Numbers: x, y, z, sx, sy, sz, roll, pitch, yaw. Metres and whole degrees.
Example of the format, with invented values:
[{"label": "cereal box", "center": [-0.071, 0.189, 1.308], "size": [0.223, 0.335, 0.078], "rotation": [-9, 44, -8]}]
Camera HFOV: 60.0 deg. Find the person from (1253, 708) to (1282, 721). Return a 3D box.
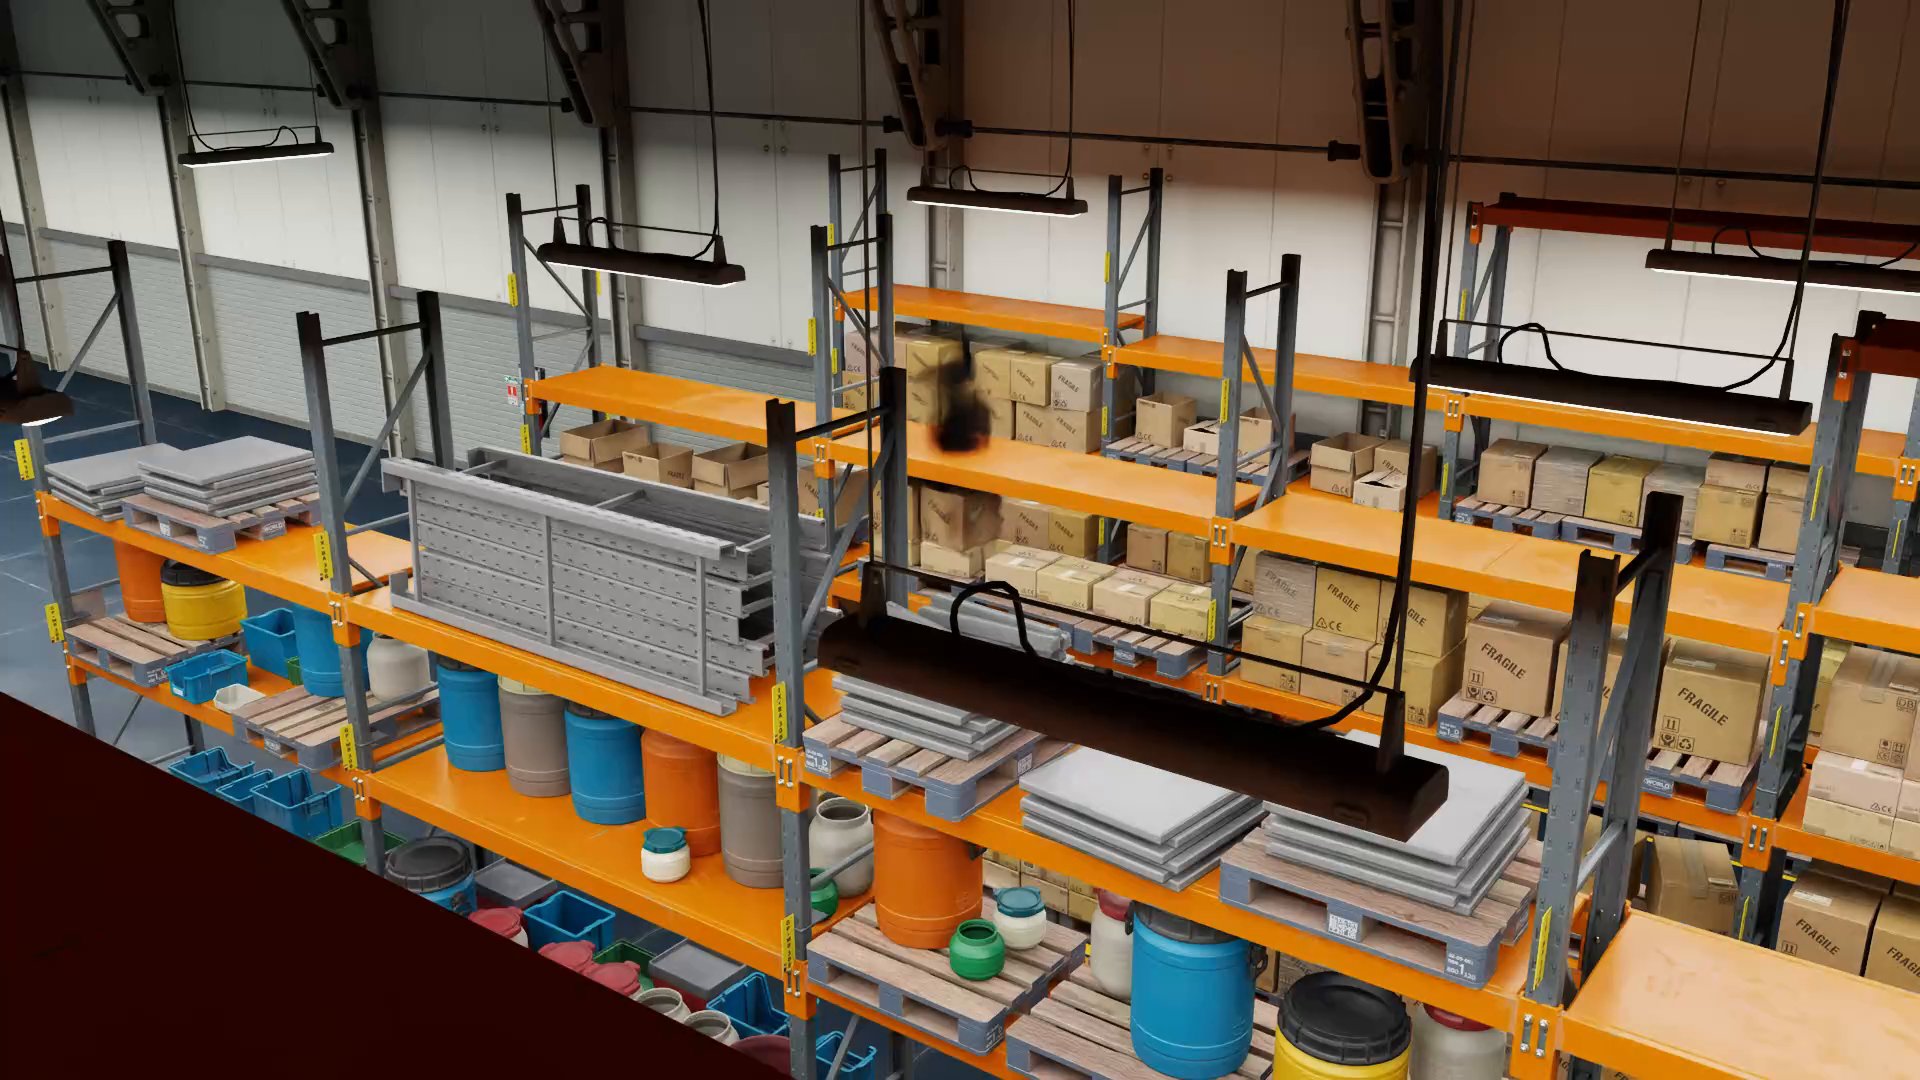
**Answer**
[{"label": "person", "center": [3.086, 1.568, 16.224], "size": [0.437, 0.683, 0.603], "rotation": [12, 22, 32]}]
